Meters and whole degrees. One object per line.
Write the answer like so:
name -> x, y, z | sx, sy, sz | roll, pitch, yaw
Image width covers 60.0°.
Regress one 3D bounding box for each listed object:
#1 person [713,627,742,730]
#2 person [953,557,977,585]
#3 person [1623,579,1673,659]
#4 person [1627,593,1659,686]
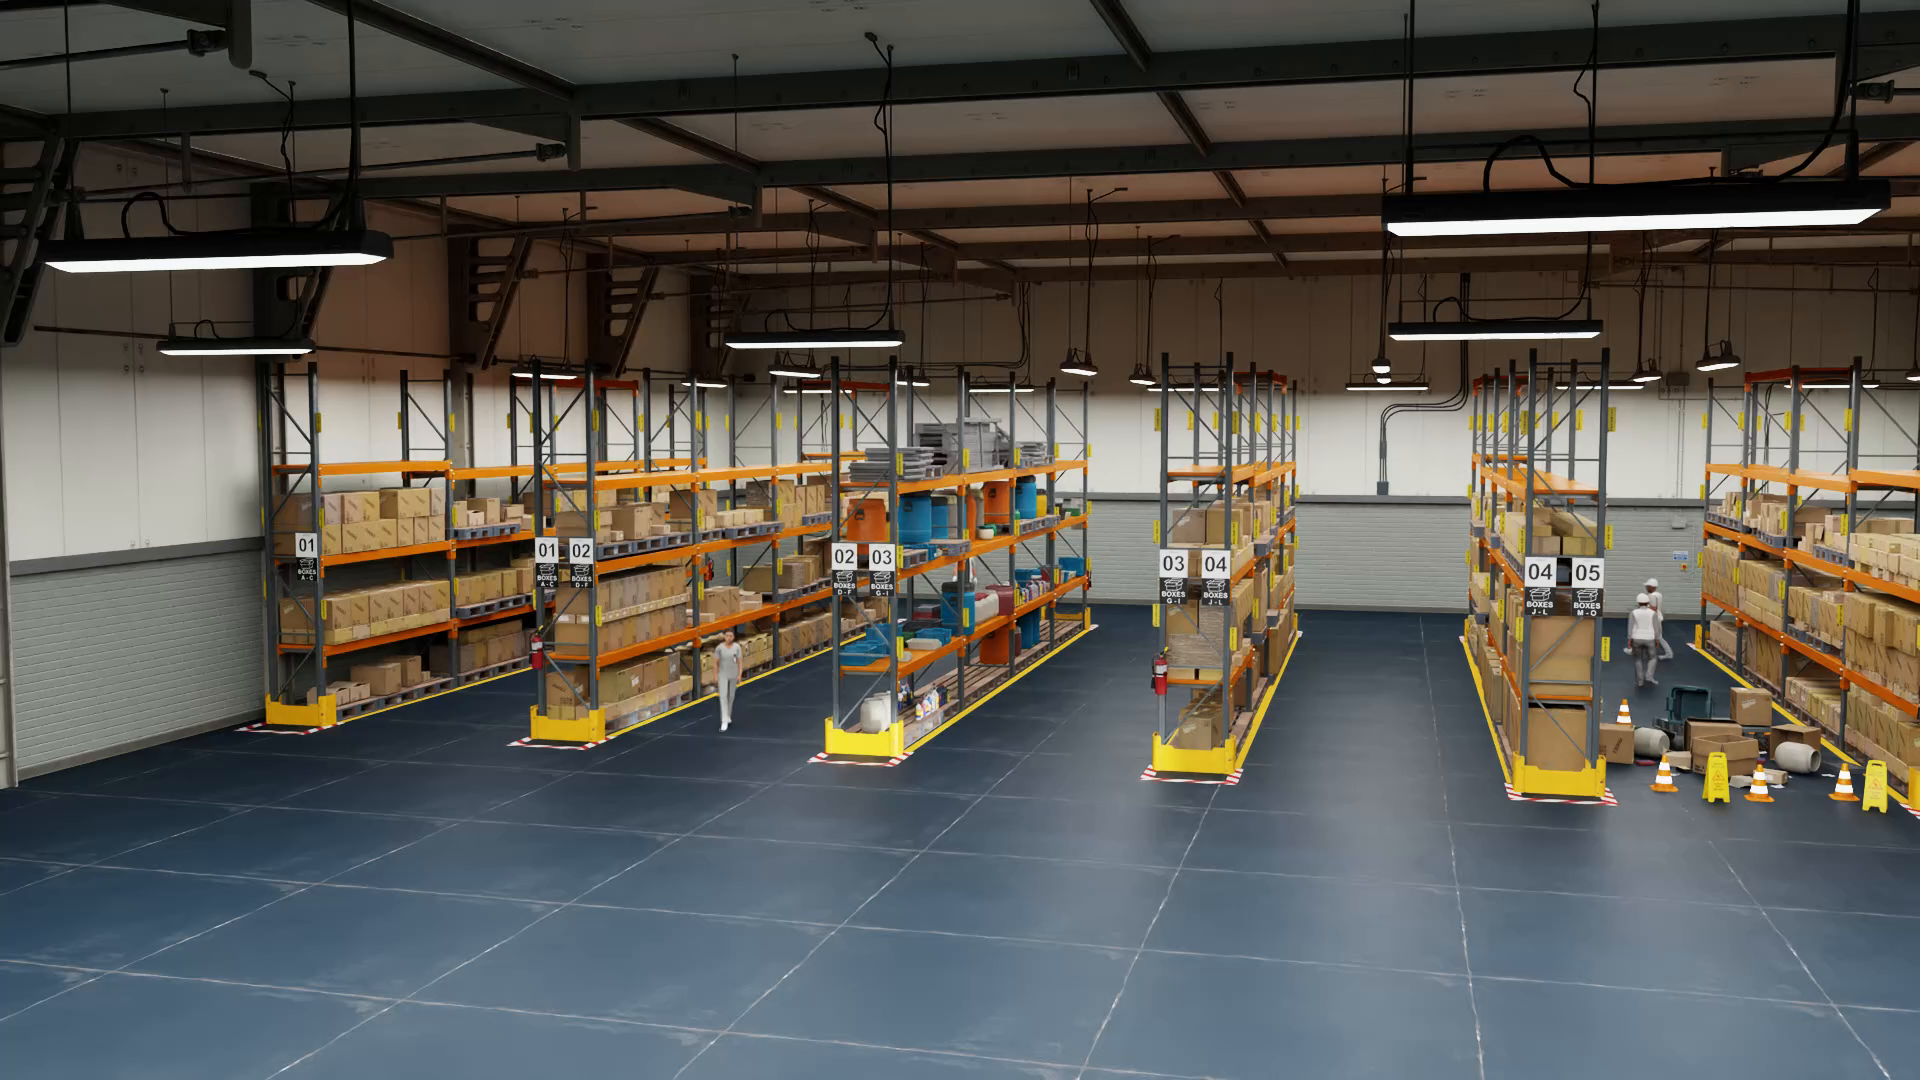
person -> -3.803, 2.243, 27.276 | 0.486, 1.624, 0.928 | -2, 4, -24
person -> 0.125, 1.021, 44.103 | 0.597, 1.731, 1.098 | 1, 4, 11
person -> 14.601, 1.670, 35.218 | 0.499, 1.707, 1.120 | -3, 5, -33
person -> 12.986, 1.902, 31.594 | 0.572, 1.773, 0.535 | 2, 4, 21
